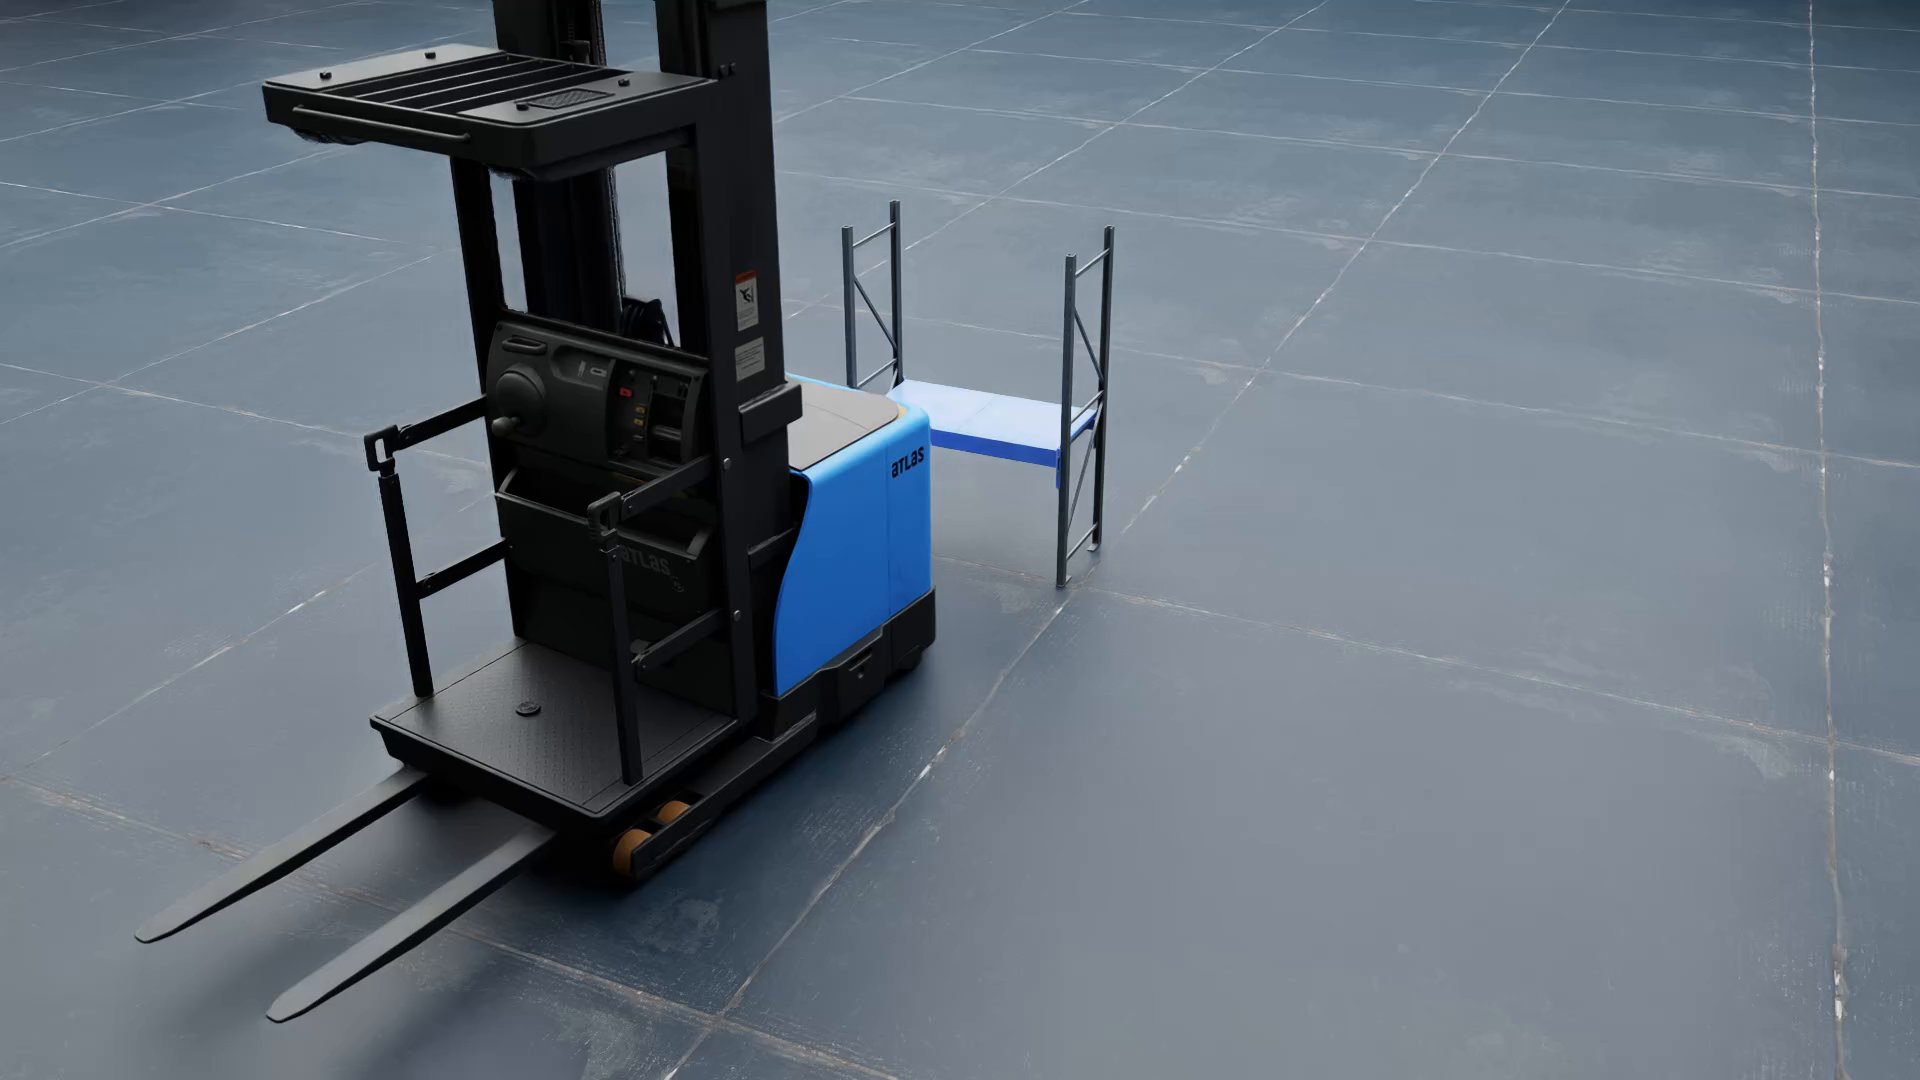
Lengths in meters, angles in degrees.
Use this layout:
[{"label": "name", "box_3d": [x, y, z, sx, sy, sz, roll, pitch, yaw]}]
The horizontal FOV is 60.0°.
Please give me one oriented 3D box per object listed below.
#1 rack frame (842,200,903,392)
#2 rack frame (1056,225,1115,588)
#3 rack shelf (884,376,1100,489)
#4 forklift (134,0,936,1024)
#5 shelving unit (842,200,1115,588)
[{"label": "rack frame", "box_3d": [-0.385, -0.750, 7.576, 0.032, 1.500, 0.500, 11, 28, 22]}, {"label": "rack frame", "box_3d": [0.540, -0.564, 7.198, 0.032, 1.500, 0.500, 11, 28, 22]}, {"label": "rack shelf", "box_3d": [0.078, -0.496, 7.466, 1.000, 0.185, 0.538, 11, 28, 22]}, {"label": "forklift", "box_3d": [-1.324, -0.432, 5.309, 1.130, 2.935, 3.031, 16, 30, 29]}, {"label": "shelving unit", "box_3d": [0.078, -0.657, 7.387, 1.048, 1.500, 0.538, 11, 28, 22]}]
